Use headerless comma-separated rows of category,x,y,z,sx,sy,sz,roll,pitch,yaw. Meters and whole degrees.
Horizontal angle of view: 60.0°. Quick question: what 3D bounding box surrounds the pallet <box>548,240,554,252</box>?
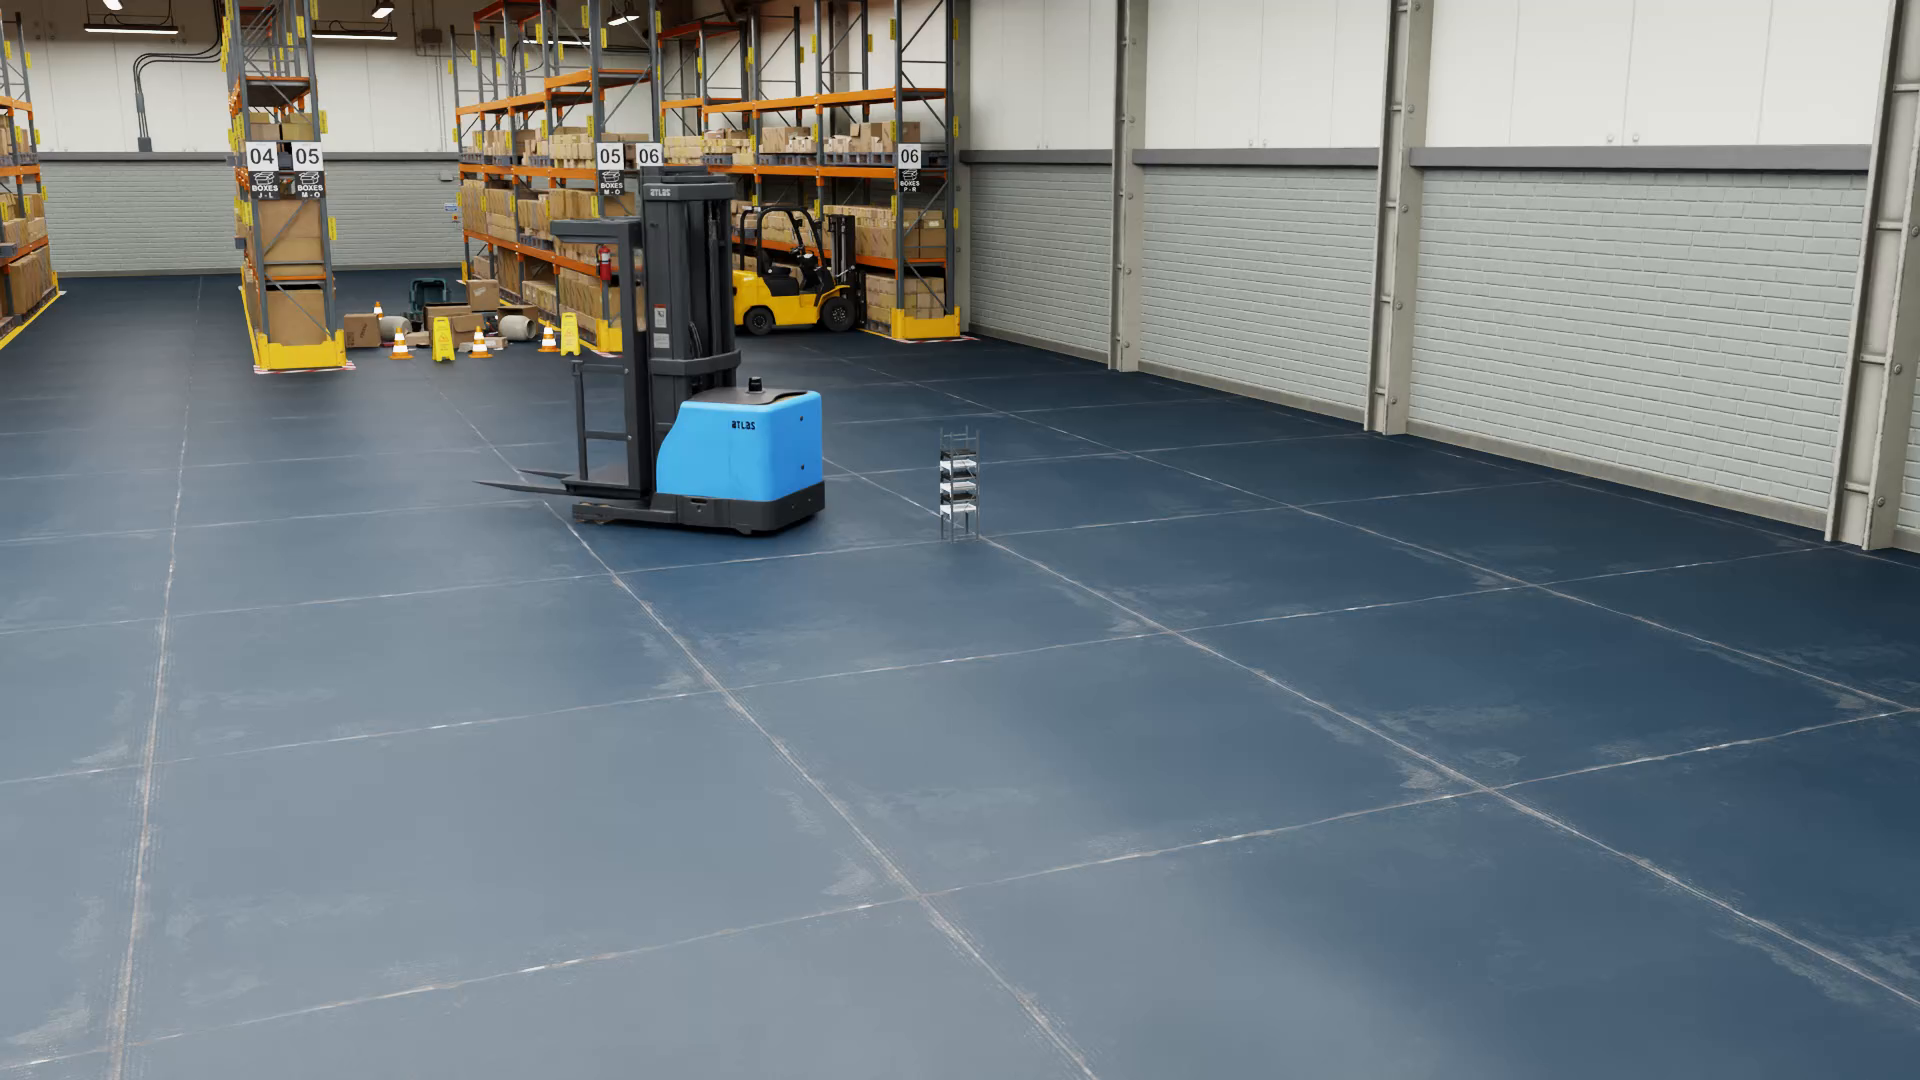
pallet,-6.911,-5.384,30.406,1.003,0.211,1.213,-6,14,-23

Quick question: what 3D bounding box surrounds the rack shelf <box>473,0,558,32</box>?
rack shelf,-9.141,-10.737,34.031,1.077,0.370,4.000,-6,14,-23

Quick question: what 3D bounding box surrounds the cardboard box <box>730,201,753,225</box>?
cardboard box,-4.885,-7.272,36.986,0.700,0.500,0.500,-6,14,-23

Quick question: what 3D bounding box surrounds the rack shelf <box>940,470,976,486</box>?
rack shelf,-0.003,-0.495,13.263,0.258,0.077,0.200,-6,14,-23

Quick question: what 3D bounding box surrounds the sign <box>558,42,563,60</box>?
sign,-7.847,-9.600,32.646,0.100,0.325,0.005,-6,14,-23

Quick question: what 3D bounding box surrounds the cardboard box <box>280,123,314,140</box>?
cardboard box,-9.589,-5.921,24.170,0.500,0.250,0.500,-6,14,-23

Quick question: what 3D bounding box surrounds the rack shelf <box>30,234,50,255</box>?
rack shelf,-19.824,-6.127,34.785,1.077,0.370,4.000,-6,14,-23

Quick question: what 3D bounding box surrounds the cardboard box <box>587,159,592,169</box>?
cardboard box,-5.664,-5.916,26.183,0.380,0.149,0.250,-6,14,-23

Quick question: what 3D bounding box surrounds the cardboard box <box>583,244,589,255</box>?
cardboard box,-5.802,-4.865,26.855,0.500,0.500,0.500,-6,14,-23

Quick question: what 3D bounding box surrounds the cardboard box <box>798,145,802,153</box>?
cardboard box,-2.910,-7.548,32.080,0.380,0.149,0.250,-6,14,-23

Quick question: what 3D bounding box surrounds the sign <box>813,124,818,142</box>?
sign,-2.685,-7.571,30.933,0.100,0.325,0.005,-6,14,-23

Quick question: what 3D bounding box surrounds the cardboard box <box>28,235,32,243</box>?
cardboard box,-18.836,-6.033,33.341,0.380,0.149,0.250,-6,14,-23

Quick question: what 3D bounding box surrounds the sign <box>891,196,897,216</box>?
sign,-1.092,-5.563,27.658,0.100,0.325,0.005,-6,14,-23

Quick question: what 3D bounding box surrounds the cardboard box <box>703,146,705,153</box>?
cardboard box,-5.641,-8.903,37.937,0.380,0.149,0.250,-5,14,-22

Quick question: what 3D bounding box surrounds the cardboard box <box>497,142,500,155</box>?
cardboard box,-9.212,-7.986,33.938,0.396,0.266,0.258,-6,14,-24

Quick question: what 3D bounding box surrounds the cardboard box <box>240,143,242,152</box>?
cardboard box,-10.989,-6.115,25.889,0.380,0.149,0.250,-6,14,-24

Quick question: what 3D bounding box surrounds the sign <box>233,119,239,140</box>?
sign,-11.726,-6.654,26.971,0.100,0.325,0.005,-6,14,-23

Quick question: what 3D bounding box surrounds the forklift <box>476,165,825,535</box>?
forklift,-2.723,-1.662,14.049,3.031,2.935,1.130,5,14,21

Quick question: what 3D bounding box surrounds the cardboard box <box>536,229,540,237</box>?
cardboard box,-7.777,-5.793,31.372,0.380,0.149,0.250,-5,14,-21

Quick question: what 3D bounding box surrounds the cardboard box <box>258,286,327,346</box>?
cardboard box,-9.963,-3.316,24.824,0.875,0.875,0.875,-6,14,-23

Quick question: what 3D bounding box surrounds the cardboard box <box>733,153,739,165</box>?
cardboard box,-4.624,-8.262,36.093,0.500,0.250,0.500,-6,14,-23

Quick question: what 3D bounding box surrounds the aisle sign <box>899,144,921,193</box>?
aisle sign,-0.832,-6.156,27.549,0.394,0.787,0.004,-6,14,-23

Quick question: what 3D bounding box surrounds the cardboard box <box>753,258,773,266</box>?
cardboard box,-4.223,-5.964,35.660,0.380,0.149,0.250,-6,14,-26

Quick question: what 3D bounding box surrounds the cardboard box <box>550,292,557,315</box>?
cardboard box,-6.950,-4.339,30.361,0.950,0.372,0.625,-5,14,-22

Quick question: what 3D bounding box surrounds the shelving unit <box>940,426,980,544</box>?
shelving unit,-0.003,-0.440,13.276,0.258,0.900,0.210,-6,14,-23

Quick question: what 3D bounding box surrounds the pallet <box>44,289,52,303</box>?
pallet,-19.748,-5.122,35.033,1.003,0.211,1.213,-6,14,-23

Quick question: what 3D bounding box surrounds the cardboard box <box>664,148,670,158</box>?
cardboard box,-7.071,-9.652,41.440,0.500,0.250,0.500,-6,14,-24

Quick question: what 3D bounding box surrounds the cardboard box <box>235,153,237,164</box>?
cardboard box,-14.882,-7.957,34.776,0.500,0.250,0.500,-5,14,-22

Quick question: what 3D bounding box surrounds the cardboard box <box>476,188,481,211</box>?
cardboard box,-10.580,-7.673,37.432,0.500,0.500,0.500,-6,14,-24

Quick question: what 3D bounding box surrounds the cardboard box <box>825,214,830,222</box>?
cardboard box,-2.305,-6.031,31.114,0.380,0.149,0.250,-6,14,-24

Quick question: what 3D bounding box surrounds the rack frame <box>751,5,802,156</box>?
rack frame,-3.794,-9.505,34.480,1.000,3.000,0.127,-6,14,-23

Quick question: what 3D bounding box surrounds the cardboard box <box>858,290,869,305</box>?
cardboard box,-1.487,-4.319,29.438,0.500,0.250,0.500,-6,14,-24

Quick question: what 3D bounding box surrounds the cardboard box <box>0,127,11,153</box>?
cardboard box,-19.391,-7.984,33.186,0.700,0.500,0.500,-7,15,-26

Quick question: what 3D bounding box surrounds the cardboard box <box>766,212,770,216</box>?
cardboard box,-3.828,-6.799,34.435,0.380,0.149,0.250,-5,14,-22

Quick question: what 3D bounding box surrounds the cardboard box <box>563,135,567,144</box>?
cardboard box,-6.456,-6.730,27.930,0.380,0.149,0.250,-6,14,-25

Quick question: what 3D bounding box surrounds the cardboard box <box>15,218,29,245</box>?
cardboard box,-18.585,-6.041,32.597,0.500,0.500,0.500,-6,14,-23

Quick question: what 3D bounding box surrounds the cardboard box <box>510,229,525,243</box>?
cardboard box,-8.781,-6.141,33.583,0.500,0.250,0.500,-6,14,-25

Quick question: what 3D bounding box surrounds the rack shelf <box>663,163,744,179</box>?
rack shelf,-6.197,-8.932,40.255,1.077,0.370,4.000,-6,14,-23

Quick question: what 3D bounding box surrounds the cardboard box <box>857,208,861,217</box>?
cardboard box,-1.631,-5.864,29.733,0.380,0.149,0.250,-6,14,-23

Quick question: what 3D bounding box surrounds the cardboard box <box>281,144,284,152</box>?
cardboard box,-11.246,-6.635,27.878,0.258,0.266,0.396,-6,14,-24

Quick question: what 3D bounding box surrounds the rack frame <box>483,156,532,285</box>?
rack frame,-9.942,-6.959,36.786,1.000,3.000,0.127,-6,14,-23

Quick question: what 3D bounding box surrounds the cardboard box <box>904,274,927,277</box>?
cardboard box,-0.811,-4.501,29.112,0.500,0.250,0.500,-6,14,-23

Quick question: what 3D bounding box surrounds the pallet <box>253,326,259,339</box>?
pallet,-11.611,-3.633,28.597,1.003,0.211,1.213,-6,14,-23

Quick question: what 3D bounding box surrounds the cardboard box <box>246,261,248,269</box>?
cardboard box,-13.968,-5.451,33.220,0.500,0.250,0.500,-5,14,-21

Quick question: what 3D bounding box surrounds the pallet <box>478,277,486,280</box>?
pallet,-10.668,-6.017,38.901,1.003,0.211,1.213,-6,14,-23

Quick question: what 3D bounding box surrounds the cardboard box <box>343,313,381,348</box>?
cardboard box,-9.671,-3.394,26.919,0.500,0.500,0.500,-3,13,-13

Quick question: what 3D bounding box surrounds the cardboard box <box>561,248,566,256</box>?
cardboard box,-6.757,-5.043,29.062,0.380,0.149,0.250,-5,14,-21

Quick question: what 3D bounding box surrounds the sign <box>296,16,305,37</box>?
sign,-10.714,-8.338,27.018,0.100,0.325,0.005,-6,14,-23

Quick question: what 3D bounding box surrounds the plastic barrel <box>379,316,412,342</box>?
plastic barrel,-9.373,-3.488,27.500,0.512,0.421,0.421,4,14,16

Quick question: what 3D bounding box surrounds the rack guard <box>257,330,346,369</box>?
rack guard,-9.621,-2.789,24.313,1.175,0.500,0.348,-6,14,-23
